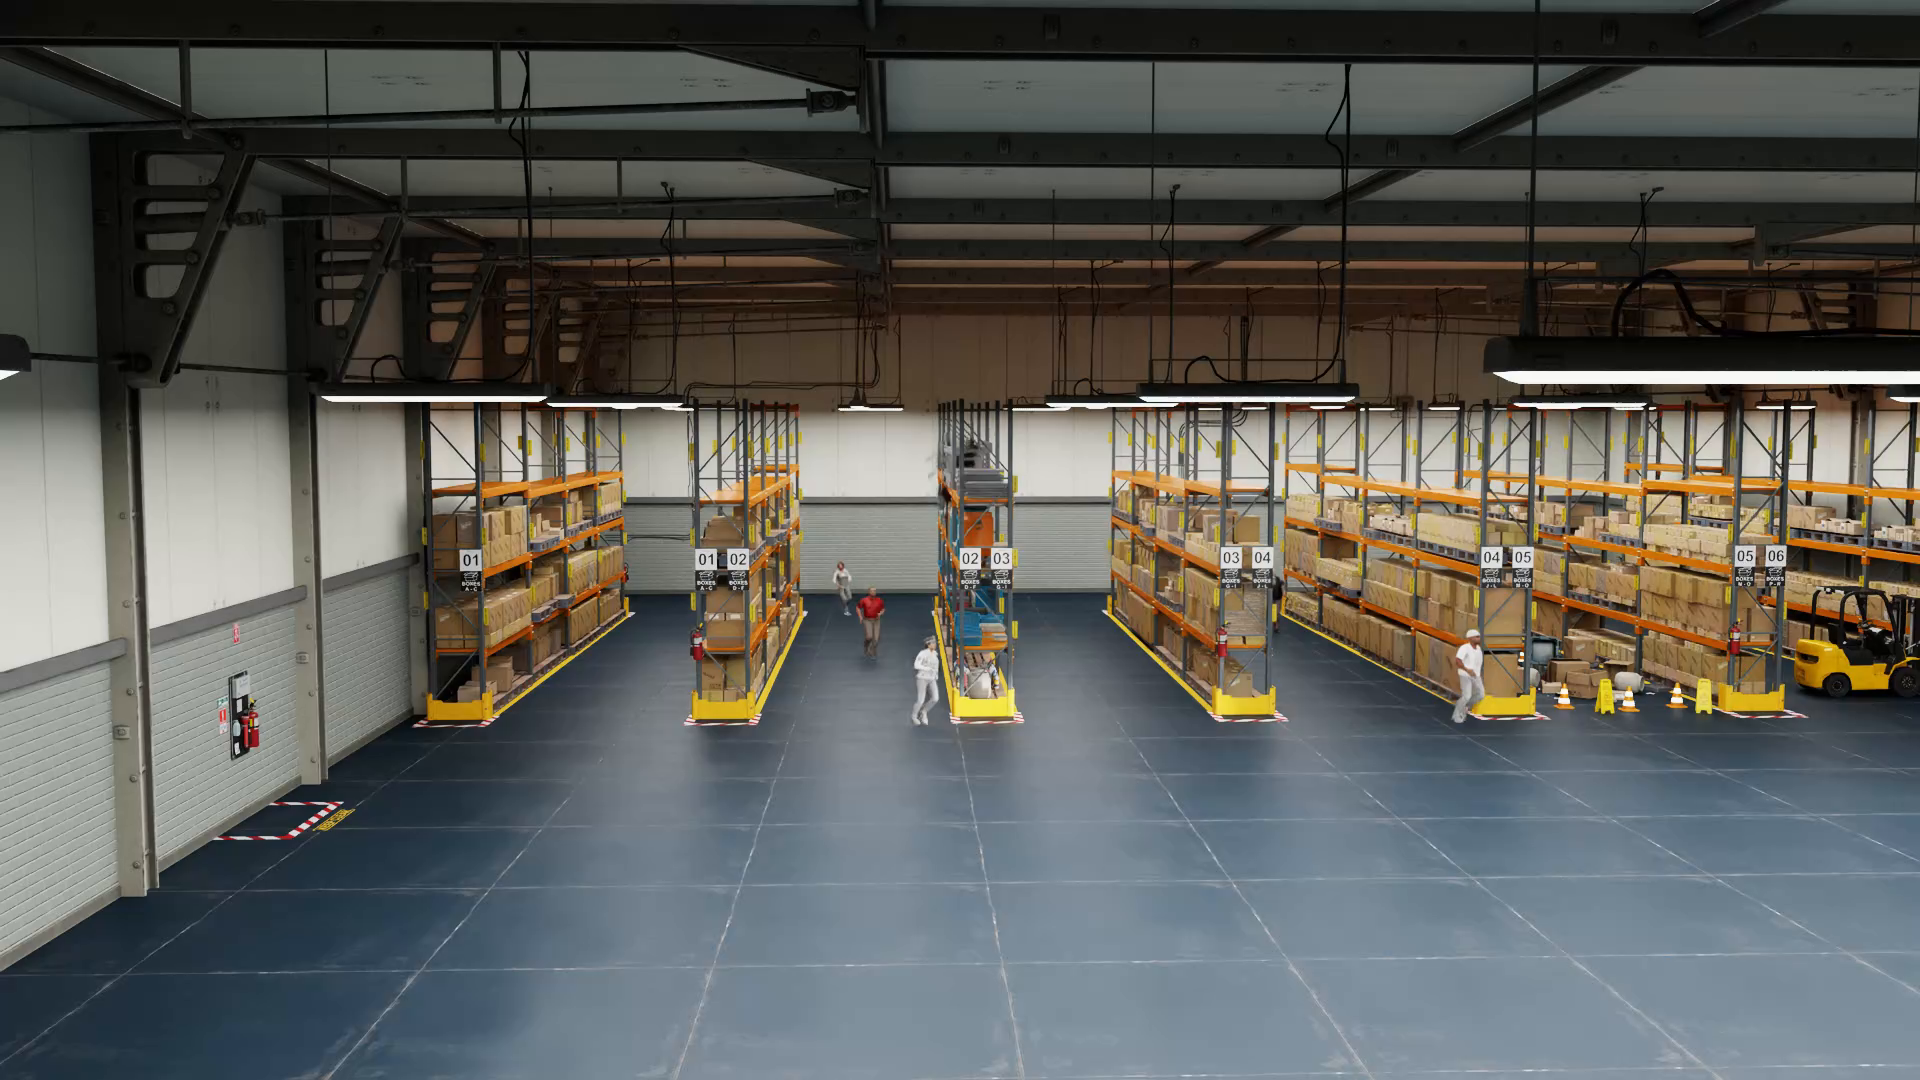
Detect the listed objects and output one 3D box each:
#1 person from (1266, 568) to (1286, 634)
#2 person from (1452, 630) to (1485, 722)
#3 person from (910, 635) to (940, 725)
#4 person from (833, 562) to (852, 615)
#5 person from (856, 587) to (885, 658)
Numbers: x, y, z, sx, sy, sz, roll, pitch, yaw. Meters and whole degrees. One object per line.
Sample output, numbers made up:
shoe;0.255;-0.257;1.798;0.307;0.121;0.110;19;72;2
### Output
person;8.143;1.554;43.219;0.666;1.674;1.066;0;4;5
person;9.500;2.517;30.867;0.740;1.705;0.544;-3;5;-33
person;-0.560;2.577;30.639;0.623;1.647;0.590;-3;5;-35
person;-3.333;1.375;47.173;0.579;1.540;0.490;-2;5;-24
person;-2.039;1.935;38.730;0.651;1.682;0.602;-1;5;-18
